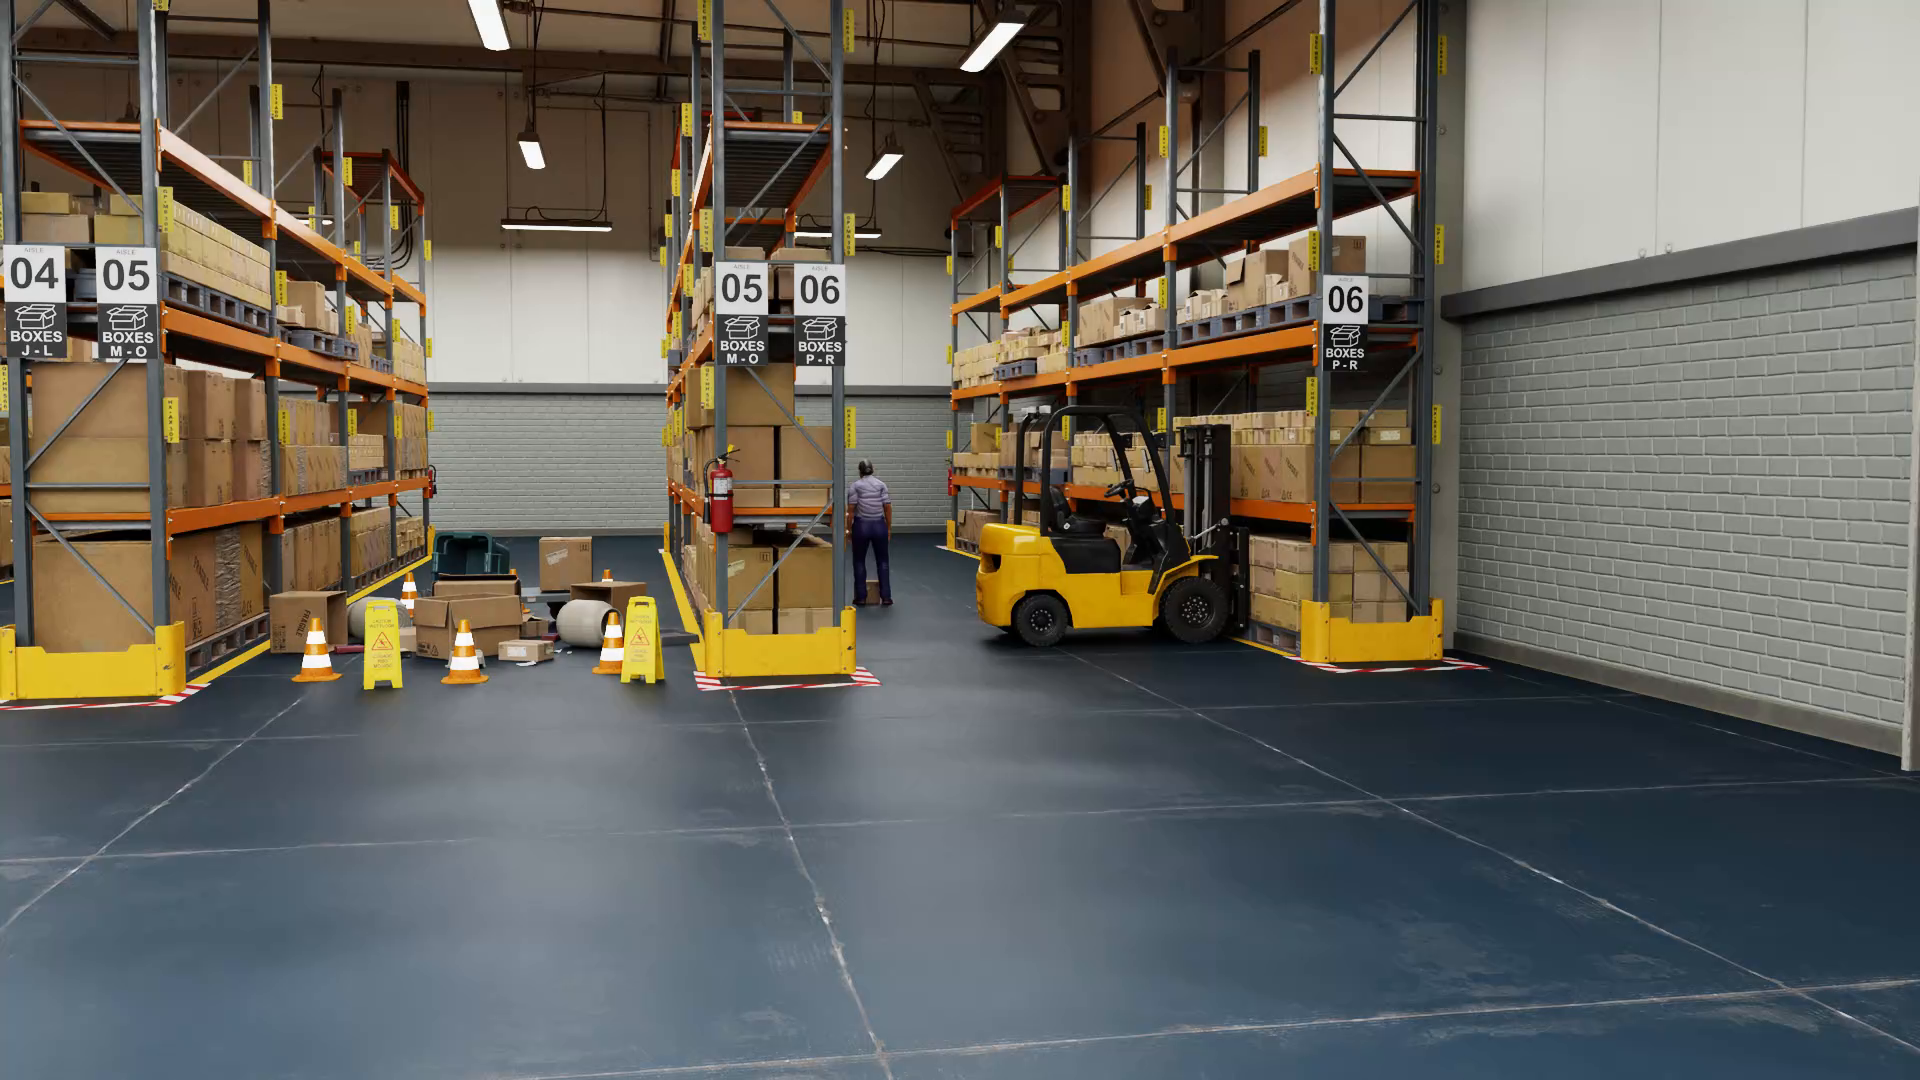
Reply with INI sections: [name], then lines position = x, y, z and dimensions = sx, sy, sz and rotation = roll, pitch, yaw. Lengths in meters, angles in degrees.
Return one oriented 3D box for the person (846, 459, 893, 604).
[person]
position = -1.027, -0.079, 18.895
dimensions = 0.564, 1.627, 0.423
rotation = -1, 3, -15
